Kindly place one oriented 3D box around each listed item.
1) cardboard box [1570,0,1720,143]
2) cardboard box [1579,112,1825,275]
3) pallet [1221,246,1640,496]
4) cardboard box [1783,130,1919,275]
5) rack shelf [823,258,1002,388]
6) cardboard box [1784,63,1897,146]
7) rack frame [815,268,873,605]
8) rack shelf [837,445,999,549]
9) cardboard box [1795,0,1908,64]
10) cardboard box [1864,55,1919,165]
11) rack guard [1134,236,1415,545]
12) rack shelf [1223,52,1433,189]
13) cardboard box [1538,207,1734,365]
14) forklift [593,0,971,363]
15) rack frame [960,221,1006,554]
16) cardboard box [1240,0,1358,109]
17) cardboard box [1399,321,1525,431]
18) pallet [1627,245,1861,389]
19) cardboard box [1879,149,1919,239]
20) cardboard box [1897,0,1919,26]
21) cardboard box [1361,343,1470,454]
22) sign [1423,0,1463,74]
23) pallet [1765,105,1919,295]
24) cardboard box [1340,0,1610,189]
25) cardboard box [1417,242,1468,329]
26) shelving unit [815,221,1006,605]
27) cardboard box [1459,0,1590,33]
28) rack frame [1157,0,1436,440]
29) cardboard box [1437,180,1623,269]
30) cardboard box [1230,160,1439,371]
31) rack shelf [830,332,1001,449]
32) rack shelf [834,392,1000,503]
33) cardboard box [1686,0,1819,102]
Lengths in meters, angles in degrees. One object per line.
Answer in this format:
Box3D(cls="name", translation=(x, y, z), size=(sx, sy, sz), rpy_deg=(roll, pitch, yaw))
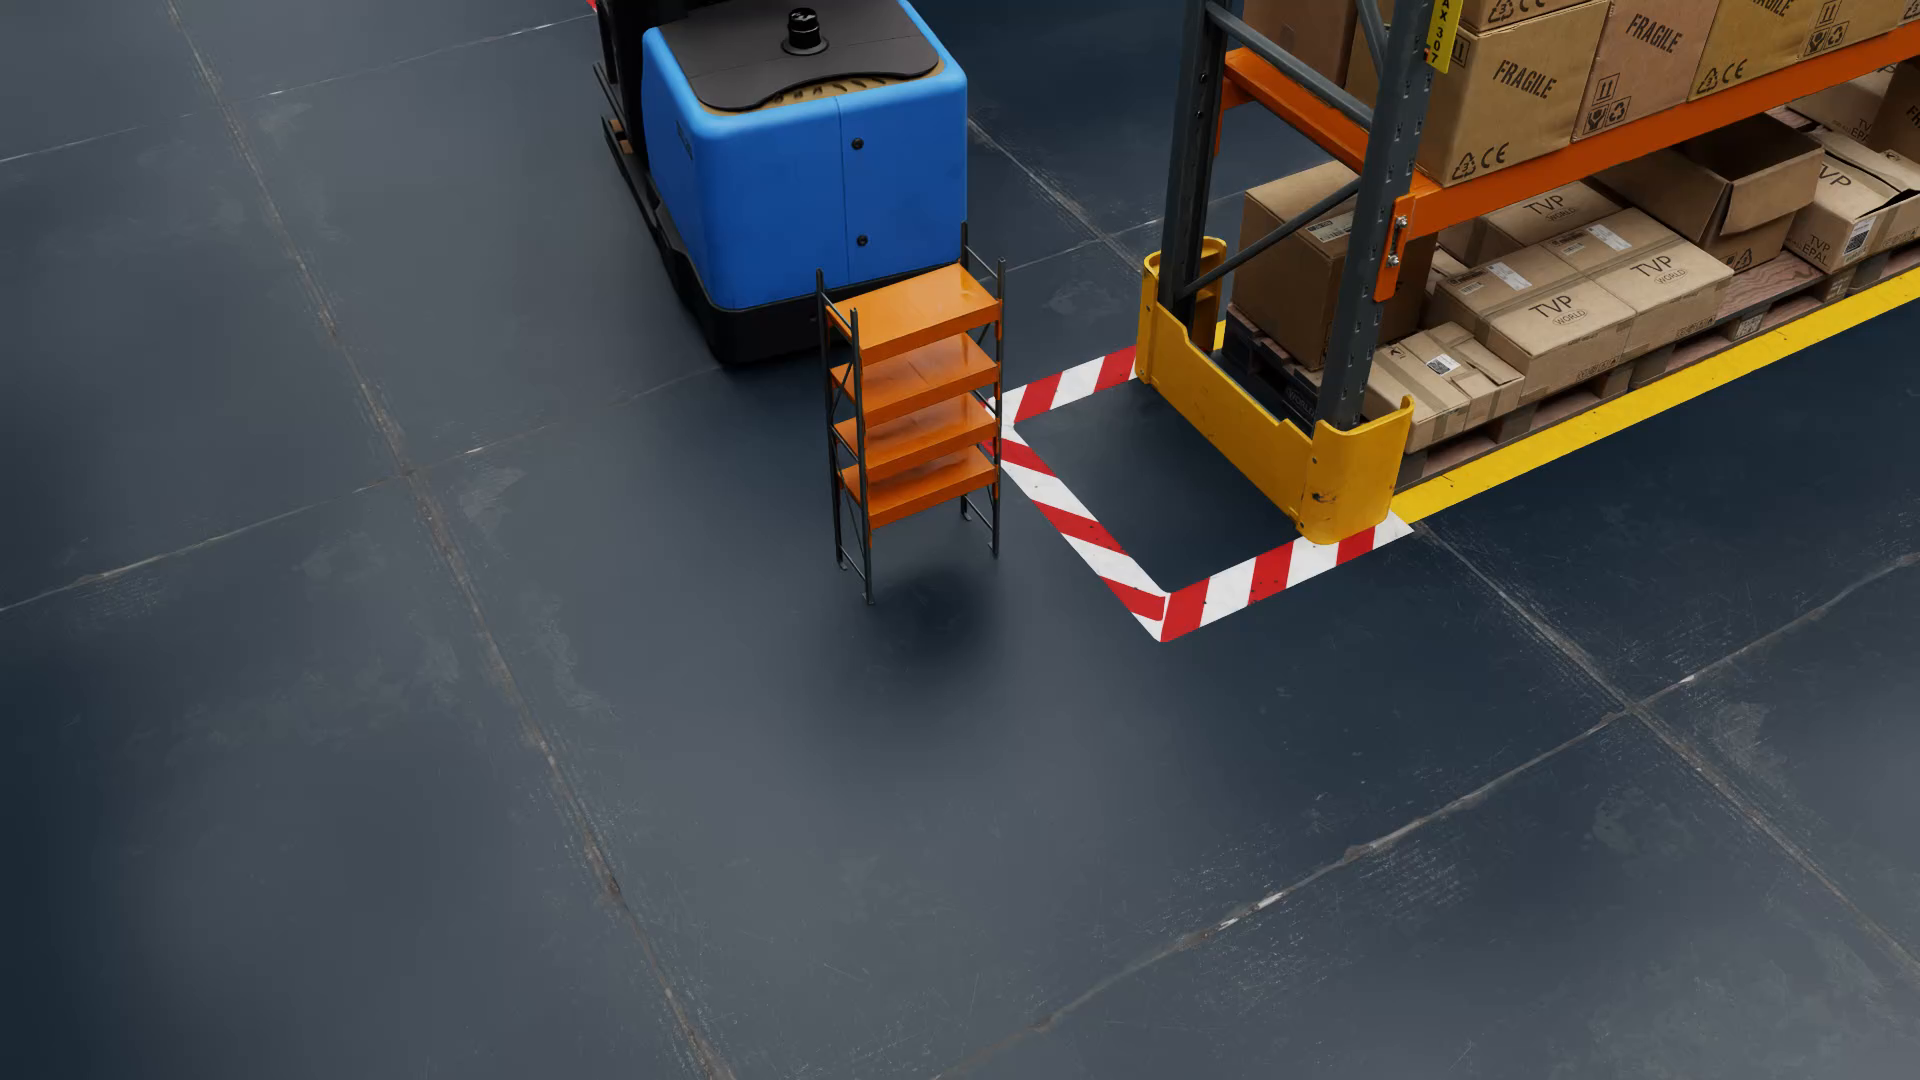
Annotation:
Box3D(cls="cardboard box", translation=(1.984, -1.640, 5.215), size=(0.500, 0.500, 0.500), rpy_deg=(-22, 48, -21))
Box3D(cls="cardboard box", translation=(2.865, -1.422, 6.539), size=(0.637, 0.503, 0.797), rpy_deg=(-22, 48, -21))
Box3D(cls="pallet", translation=(1.780, -0.730, 6.351), size=(1.213, 0.211, 1.003), rpy_deg=(-22, 48, -21))
Box3D(cls="cardboard box", translation=(3.489, -1.379, 6.632), size=(0.500, 0.311, 0.500), rpy_deg=(-22, 48, -21))
Box3D(cls="rack shelf", translation=(-0.144, -0.655, 4.999), size=(0.480, 0.148, 0.258), rpy_deg=(-22, 48, -21))
Box3D(cls="cardboard box", translation=(4.020, -1.993, 7.265), size=(0.500, 0.311, 0.500), rpy_deg=(-22, 48, -21))
Box3D(cls="rack frame", translation=(-0.355, -0.288, 5.186), size=(0.015, 1.200, 0.240), rpy_deg=(-22, 48, -21))
Box3D(cls="rack shelf", translation=(-0.144, -0.182, 5.458), size=(0.480, 0.148, 0.258), rpy_deg=(-22, 48, -21))
Box3D(cls="cardboard box", translation=(2.855, -1.985, 5.570), size=(0.500, 0.500, 0.500), rpy_deg=(-21, 48, -20))
Box3D(cls="cardboard box", translation=(4.139, -1.707, 6.834), size=(0.500, 0.500, 0.500), rpy_deg=(-22, 48, -21))
Box3D(cls="rack guard", translation=(1.089, -0.557, 5.965), size=(0.348, 0.500, 1.175), rpy_deg=(-22, 48, -21))
Box3D(cls="rack shelf", translation=(2.758, -1.933, 5.965), size=(3.809, 0.124, 0.919), rpy_deg=(-22, 48, -21))
Box3D(cls="cardboard box", translation=(2.503, -0.963, 6.247), size=(0.500, 0.250, 0.500), rpy_deg=(-22, 48, -21))
Box3D(cls="forklift", translation=(-0.968, -2.768, 6.497), size=(1.130, 2.935, 3.031), rpy_deg=(-15, 46, -15))
Box3D(cls="rack frame", translation=(0.068, -0.458, 5.360), size=(0.015, 1.200, 0.240), rpy_deg=(-22, 48, -21))
Box3D(cls="cardboard box", translation=(1.276, -1.783, 5.362), size=(0.500, 0.500, 0.500), rpy_deg=(-20, 48, -20))
Box3D(cls="cardboard box", translation=(1.775, -0.593, 5.926), size=(0.250, 0.166, 0.380), rpy_deg=(-22, 48, -21))
Box3D(cls="pallet", translation=(2.837, -1.151, 6.784), size=(1.213, 0.211, 1.003), rpy_deg=(-22, 48, -21))
Box3D(cls="cardboard box", translation=(3.844, -1.415, 6.785), size=(0.250, 0.149, 0.380), rpy_deg=(-22, 48, -21))
Box3D(cls="cardboard box", translation=(3.296, -2.164, 5.754), size=(0.500, 0.500, 0.500), rpy_deg=(-21, 48, -20))
Box3D(cls="cardboard box", translation=(1.558, -0.500, 5.843), size=(0.250, 0.149, 0.380), rpy_deg=(-22, 48, -21))
Box3D(cls="sign", translation=(1.294, -1.411, 4.428), size=(0.005, 0.325, 0.100), rpy_deg=(-22, 48, -21))
Box3D(cls="pallet", translation=(3.896, -1.577, 7.223), size=(1.213, 0.211, 1.003), rpy_deg=(-22, 48, -21))
Box3D(cls="cardboard box", translation=(1.540, -1.458, 5.027), size=(0.500, 0.500, 0.500), rpy_deg=(-21, 48, -20))
Box3D(cls="cardboard box", translation=(1.768, -0.992, 6.337), size=(0.250, 0.166, 0.380), rpy_deg=(-22, 48, -21))
Box3D(cls="shelving unit", translation=(-0.144, -0.373, 5.273), size=(0.503, 1.200, 0.258), rpy_deg=(-22, 48, -21))
Box3D(cls="cardboard box", translation=(1.540, -1.817, 4.679), size=(0.500, 0.500, 0.500), rpy_deg=(-20, 48, -20))
Box3D(cls="rack frame", translation=(1.024, -1.428, 5.067), size=(0.127, 3.000, 1.000), rpy_deg=(-22, 48, -21))
Box3D(cls="cardboard box", translation=(2.211, -1.248, 6.540), size=(0.500, 0.250, 0.500), rpy_deg=(-22, 48, -21))
Box3D(cls="cardboard box", translation=(1.372, -1.026, 6.132), size=(0.500, 0.500, 0.500), rpy_deg=(-22, 48, -21))
Box3D(cls="rack shelf", translation=(-0.144, -0.485, 5.164), size=(0.480, 0.148, 0.258), rpy_deg=(-22, 48, -21))
Box3D(cls="rack shelf", translation=(-0.144, -0.325, 5.320), size=(0.480, 0.148, 0.258), rpy_deg=(-22, 48, -21))
Box3D(cls="cardboard box", translation=(2.421, -1.813, 5.392), size=(0.500, 0.500, 0.500), rpy_deg=(-22, 48, -21))
